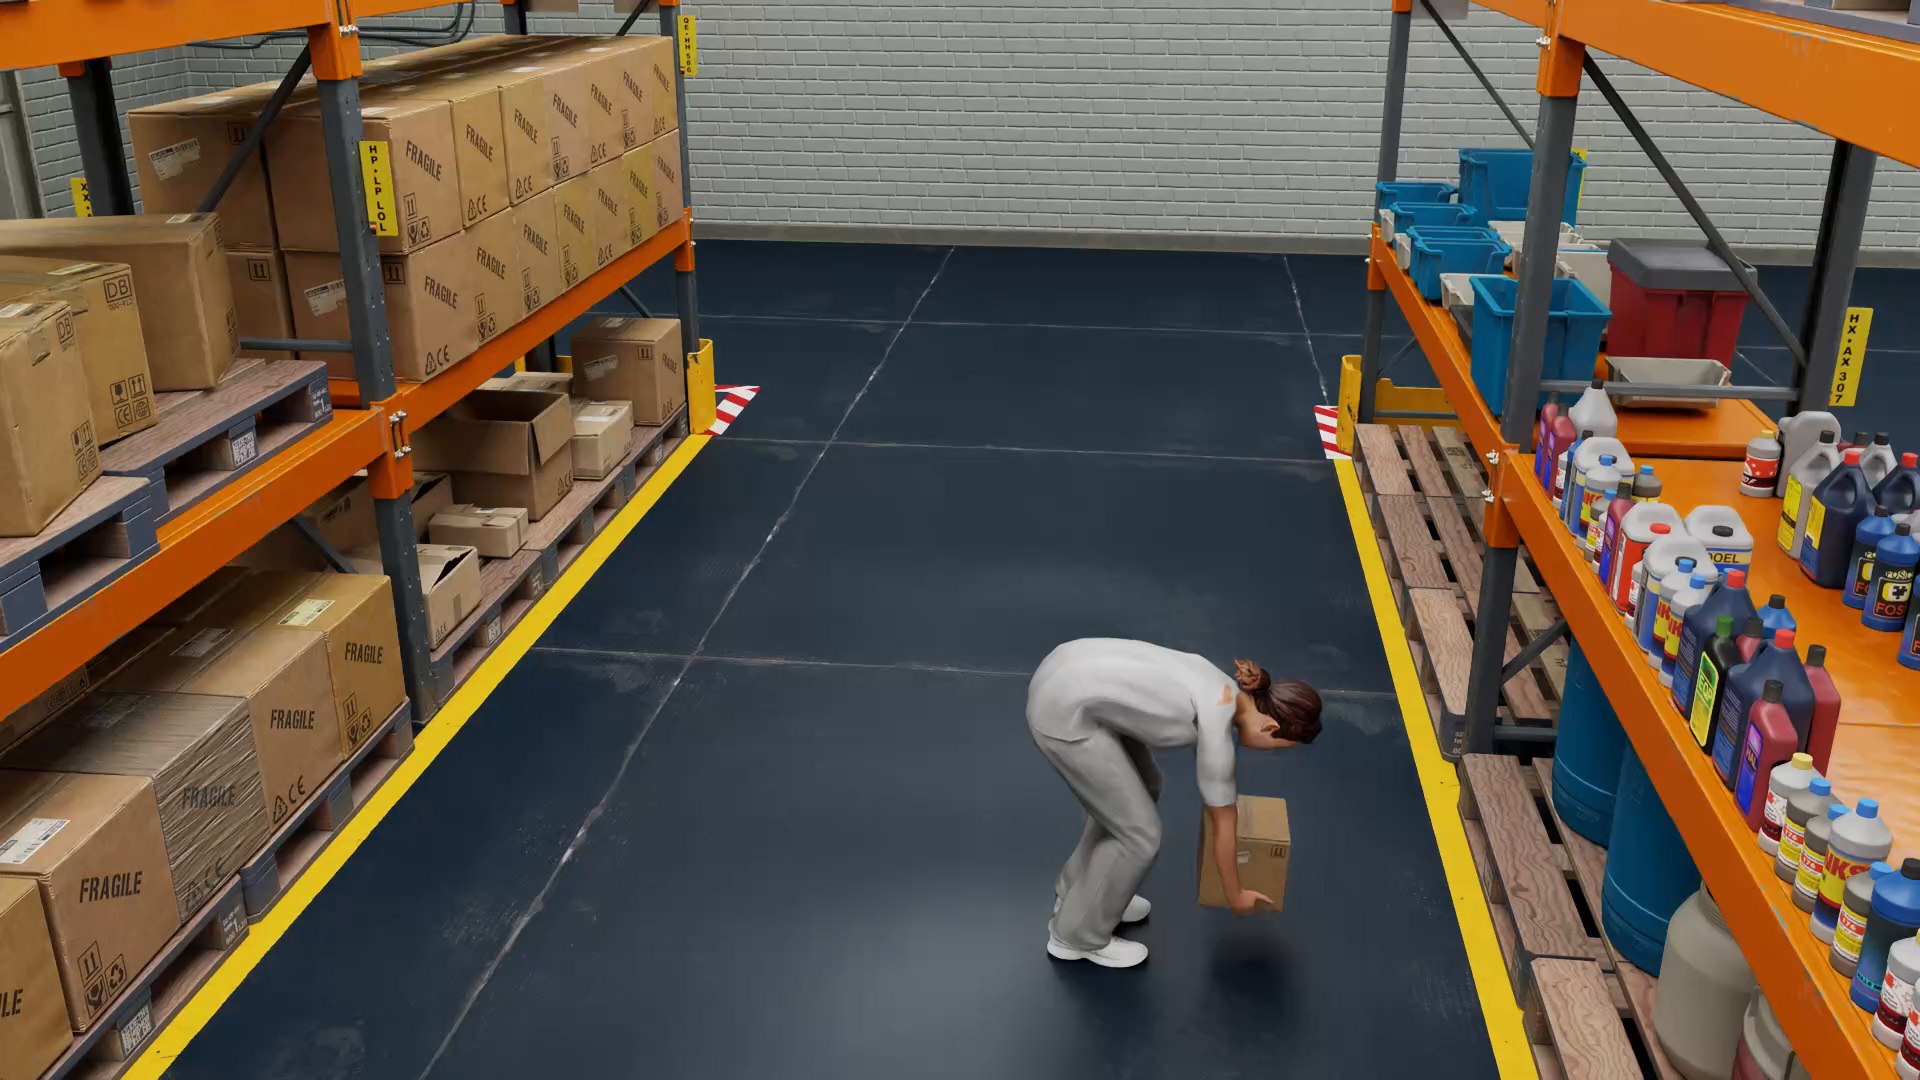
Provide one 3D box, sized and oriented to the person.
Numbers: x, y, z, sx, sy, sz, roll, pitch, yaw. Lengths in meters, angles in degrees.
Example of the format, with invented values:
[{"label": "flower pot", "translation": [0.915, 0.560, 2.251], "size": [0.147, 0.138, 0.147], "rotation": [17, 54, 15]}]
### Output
[{"label": "person", "translation": [0.628, 0.781, 5.013], "size": [0.866, 0.998, 0.446], "rotation": [2, 21, 4]}]
